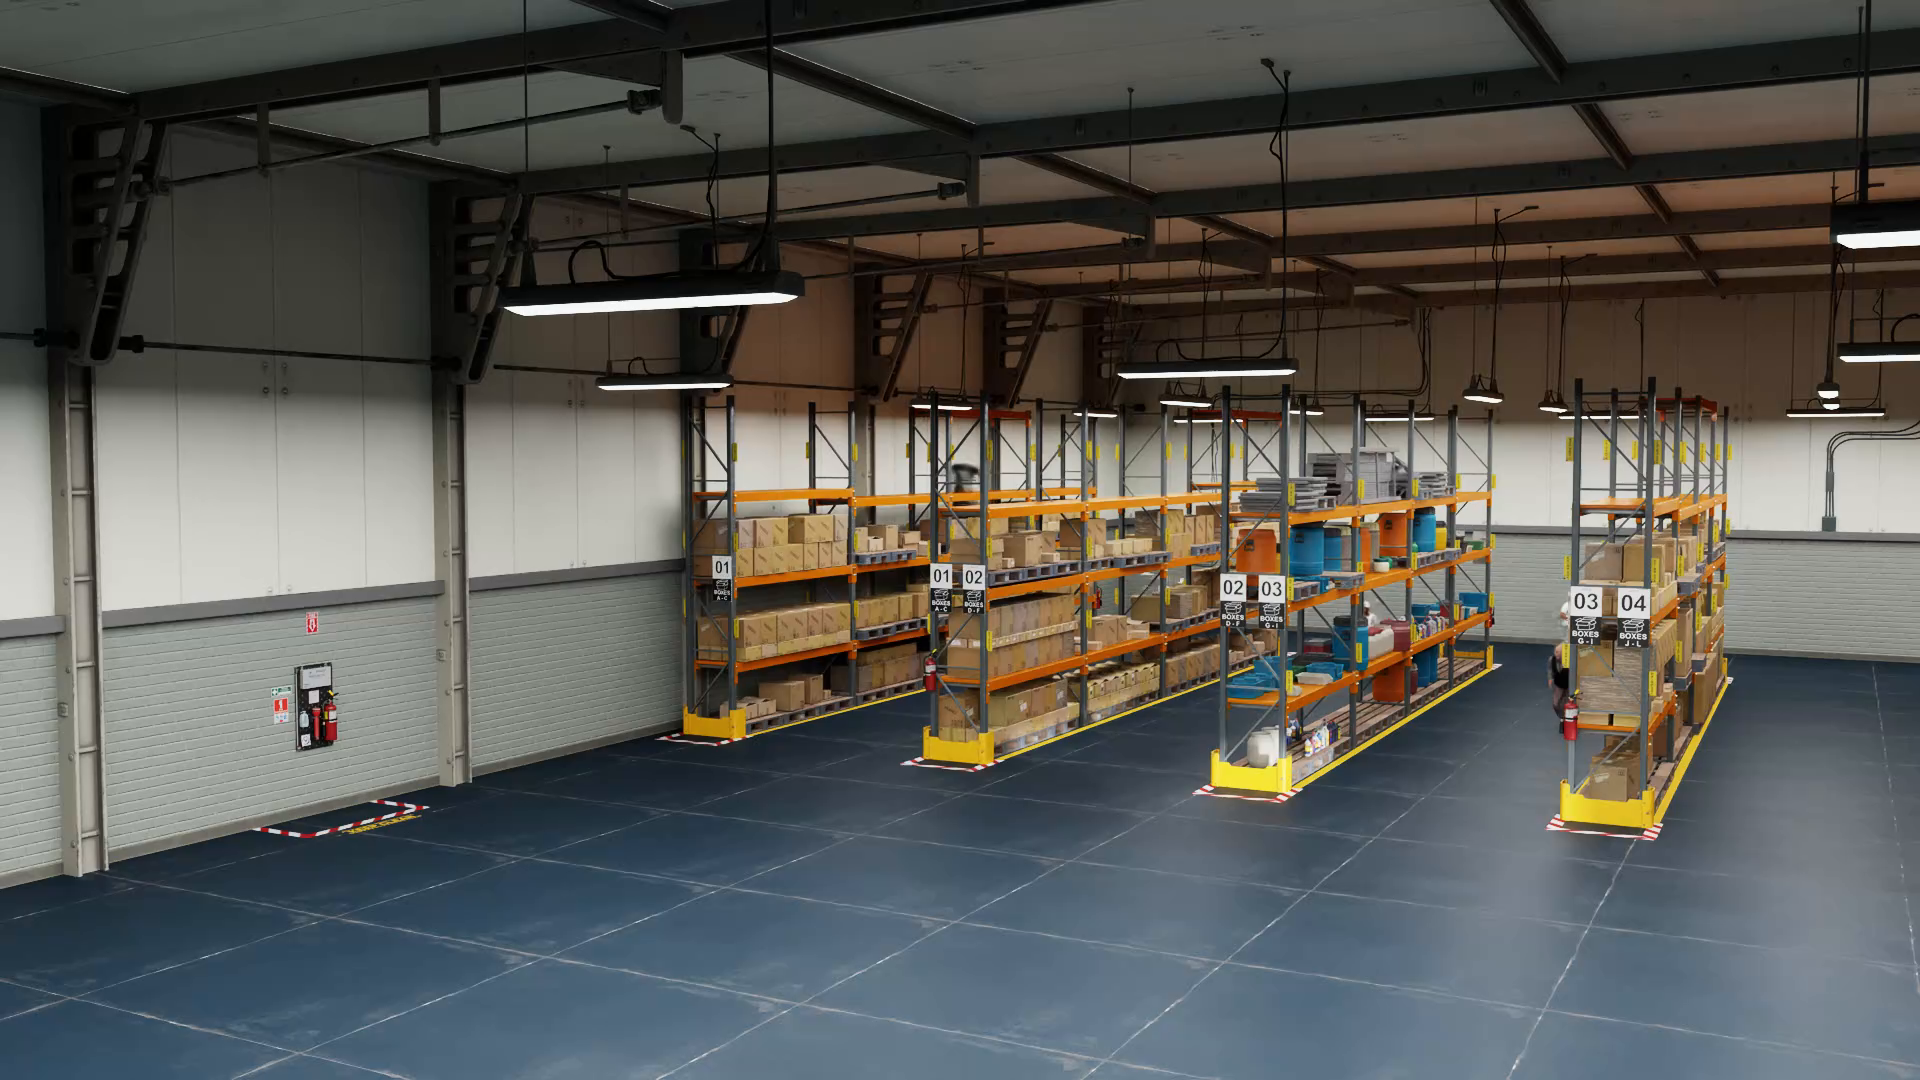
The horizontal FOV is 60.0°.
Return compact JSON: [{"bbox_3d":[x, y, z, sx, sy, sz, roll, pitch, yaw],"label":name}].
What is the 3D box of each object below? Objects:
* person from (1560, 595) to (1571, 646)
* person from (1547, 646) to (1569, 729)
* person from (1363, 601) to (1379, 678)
[{"bbox_3d":[14.675,2.059,39.788,0.761,1.681,0.567,-2,4,-31],"label":"person"},{"bbox_3d":[10.961,2.650,30.032,0.674,1.547,0.900,2,4,37],"label":"person"},{"bbox_3d":[8.895,2.197,36.514,0.673,1.726,0.816,2,4,37],"label":"person"}]
